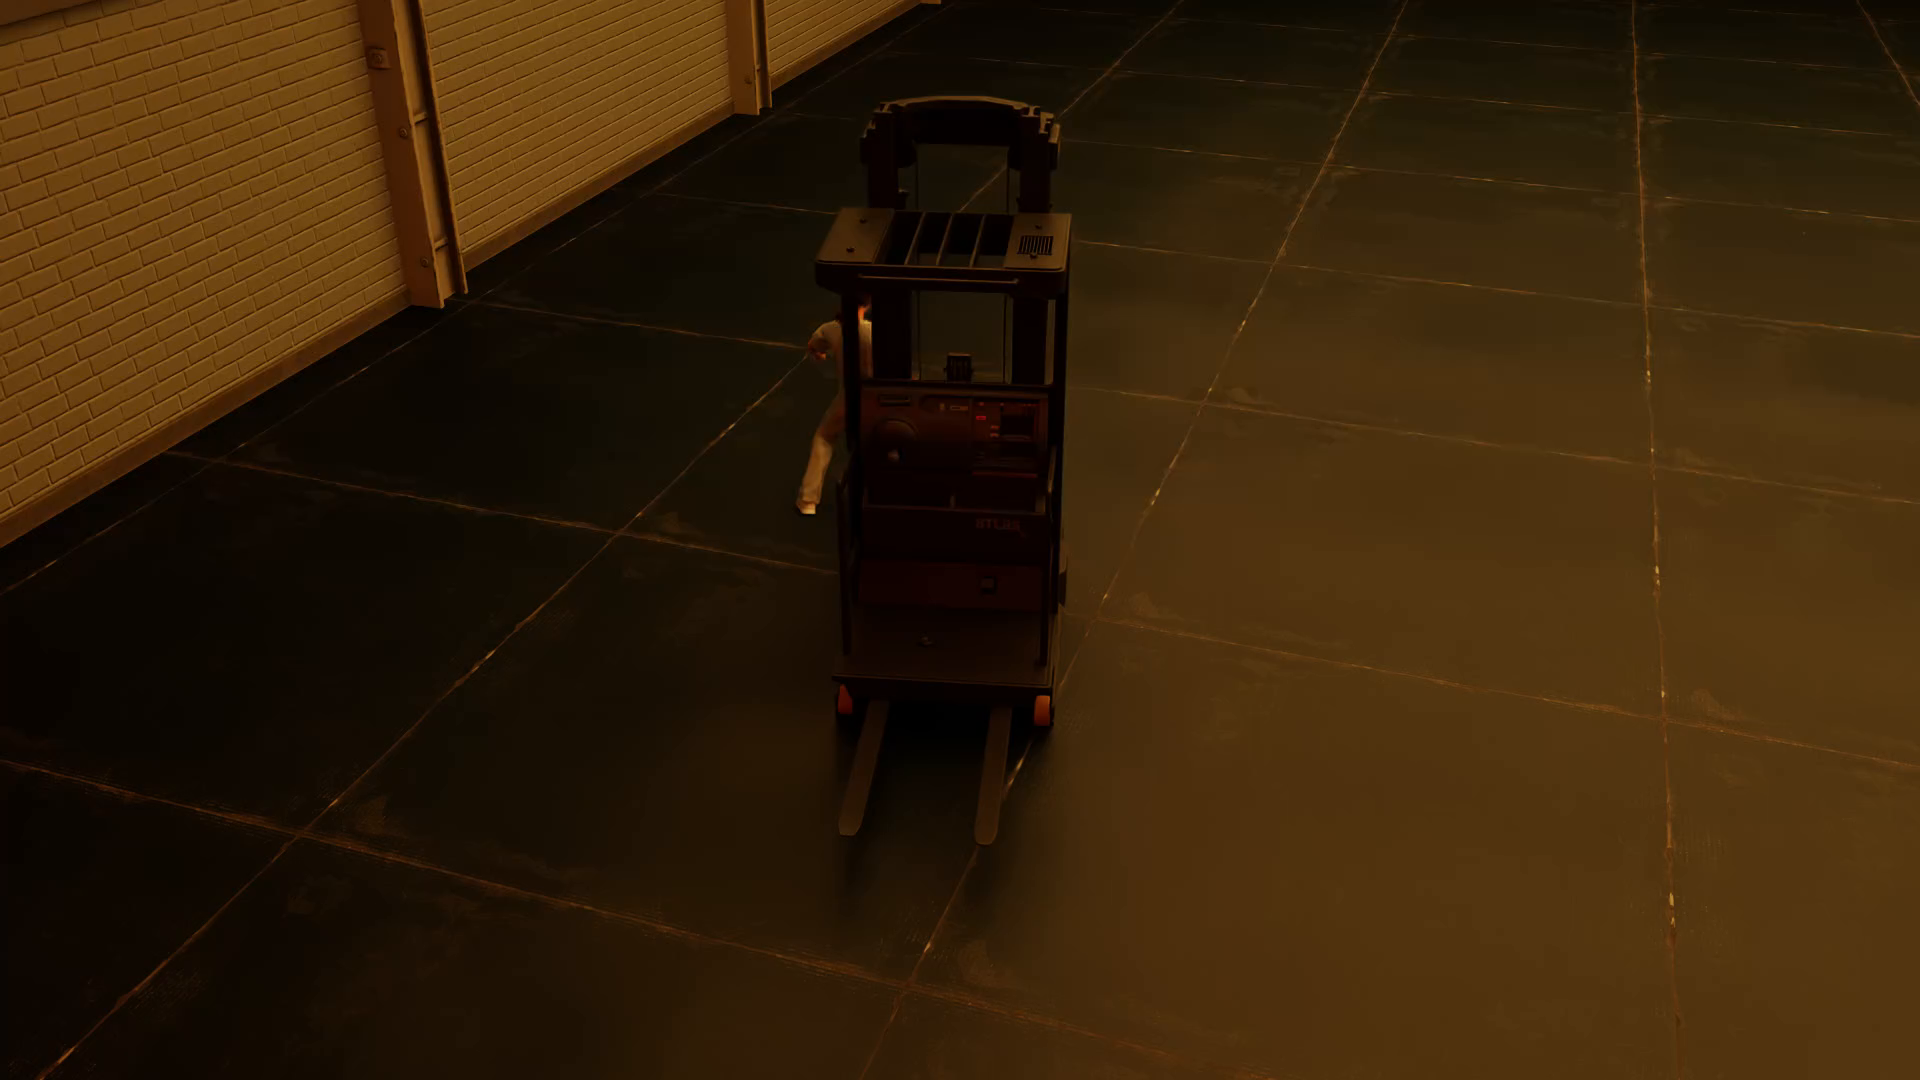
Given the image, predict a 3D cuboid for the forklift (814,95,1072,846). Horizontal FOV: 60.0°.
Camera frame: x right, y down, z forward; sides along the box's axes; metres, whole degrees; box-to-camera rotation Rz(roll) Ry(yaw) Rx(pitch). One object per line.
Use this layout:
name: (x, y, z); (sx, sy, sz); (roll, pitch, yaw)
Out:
forklift: (-0.049, -0.502, 8.017); (1.130, 2.935, 3.031); (3, 30, 5)

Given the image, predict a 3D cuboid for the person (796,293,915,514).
person: (-0.591, -0.912, 10.212); (0.907, 1.548, 0.806); (12, 32, 20)
